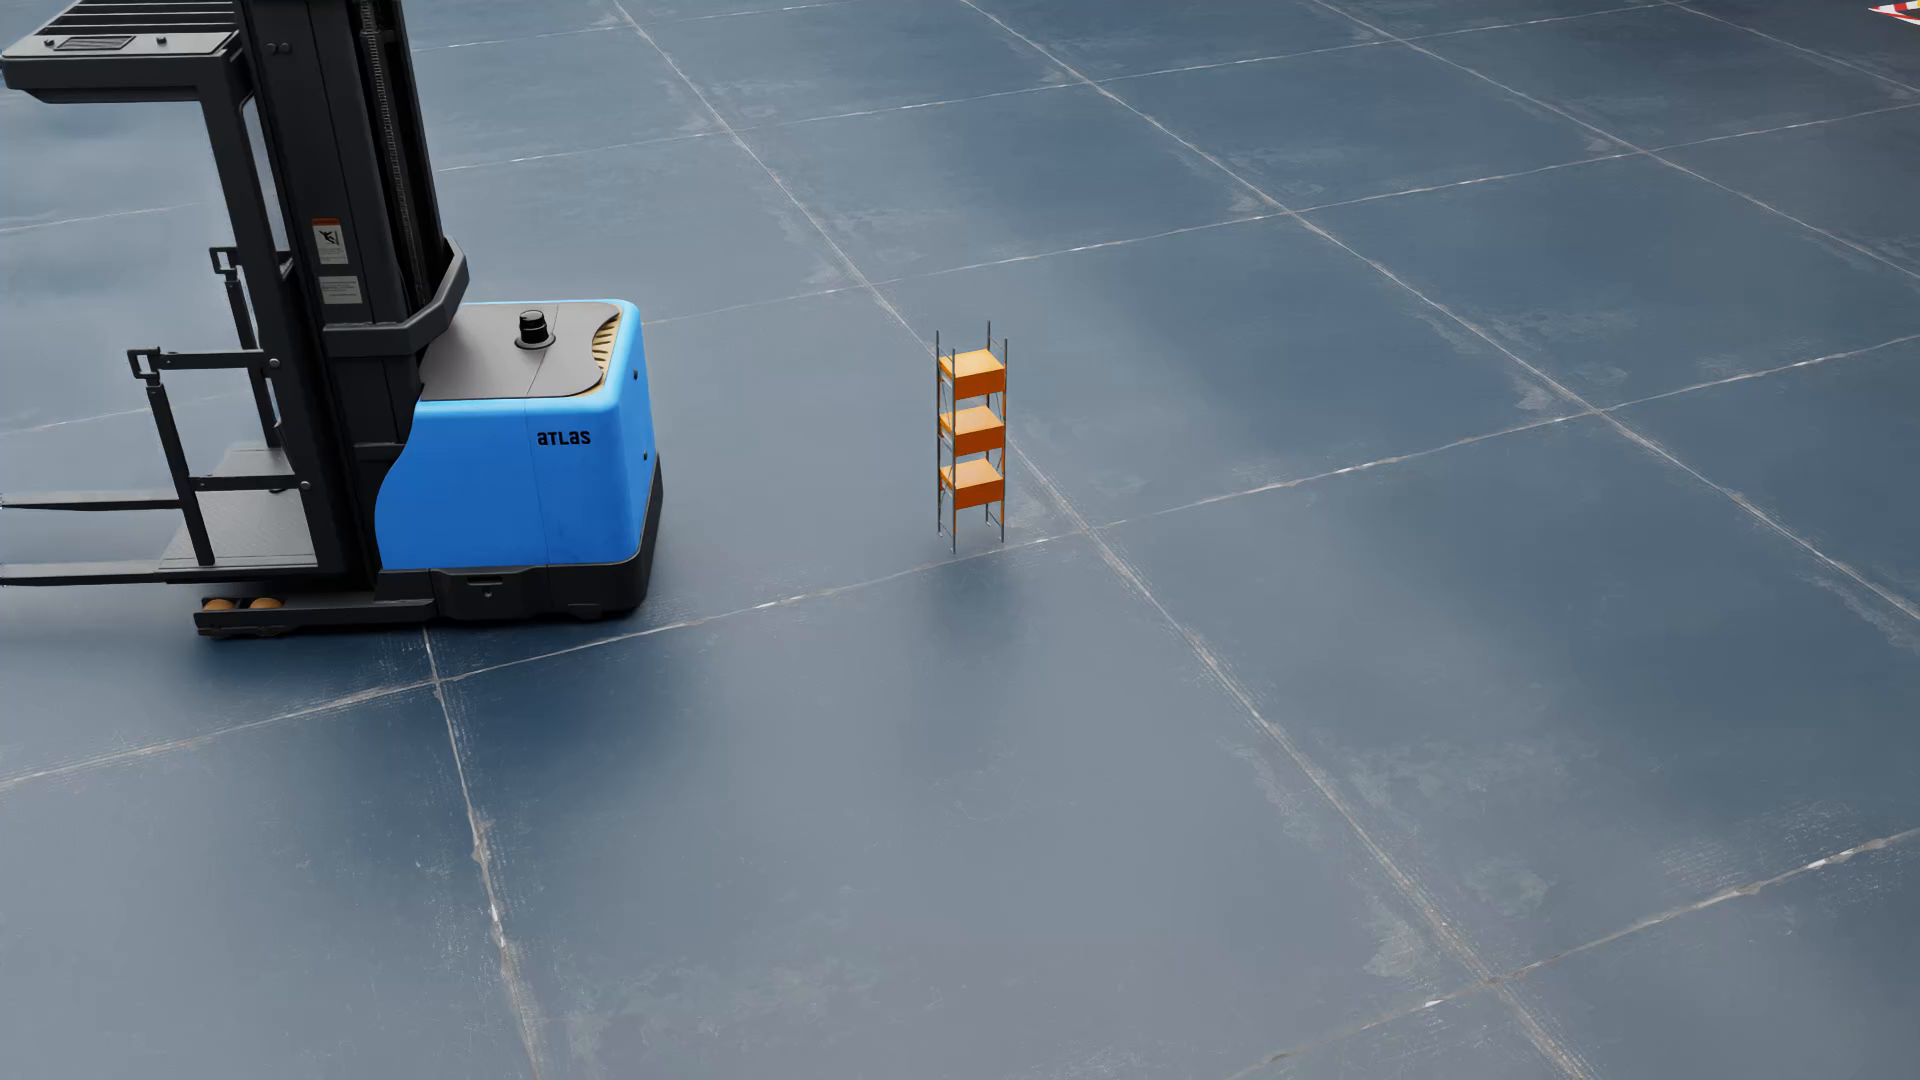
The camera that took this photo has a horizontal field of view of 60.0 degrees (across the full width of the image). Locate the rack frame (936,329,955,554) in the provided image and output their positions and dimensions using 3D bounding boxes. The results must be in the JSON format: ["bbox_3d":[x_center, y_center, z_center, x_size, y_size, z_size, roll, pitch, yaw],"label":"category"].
[{"bbox_3d":[-0.063,-0.426,7.441,0.008,1.050,0.200,-13,35,-19],"label":"rack frame"}]

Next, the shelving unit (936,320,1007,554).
[{"bbox_3d":[0.049,-0.451,7.481,0.252,1.050,0.215,-13,35,-19],"label":"shelving unit"}]

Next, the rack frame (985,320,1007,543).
[{"bbox_3d":[0.162,-0.477,7.521,0.008,1.050,0.200,-13,35,-19],"label":"rack frame"}]

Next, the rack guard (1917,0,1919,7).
[{"bbox_3d":[9.172,-4.882,14.795,0.348,0.500,1.175,-13,35,-19],"label":"rack guard"}]

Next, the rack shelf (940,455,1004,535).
[{"bbox_3d":[0.049,-0.210,7.638,0.240,0.259,0.215,-13,35,-19],"label":"rack shelf"}]

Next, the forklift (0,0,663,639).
[{"bbox_3d":[-2.905,-1.106,6.762,3.031,2.935,1.130,-2,33,-3],"label":"forklift"}]

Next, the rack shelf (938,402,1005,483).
[{"bbox_3d":[0.049,-0.442,7.487,0.240,0.259,0.215,-13,35,-19],"label":"rack shelf"}]

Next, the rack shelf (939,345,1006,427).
[{"bbox_3d":[0.049,-0.680,7.332,0.240,0.259,0.215,-13,35,-19],"label":"rack shelf"}]
